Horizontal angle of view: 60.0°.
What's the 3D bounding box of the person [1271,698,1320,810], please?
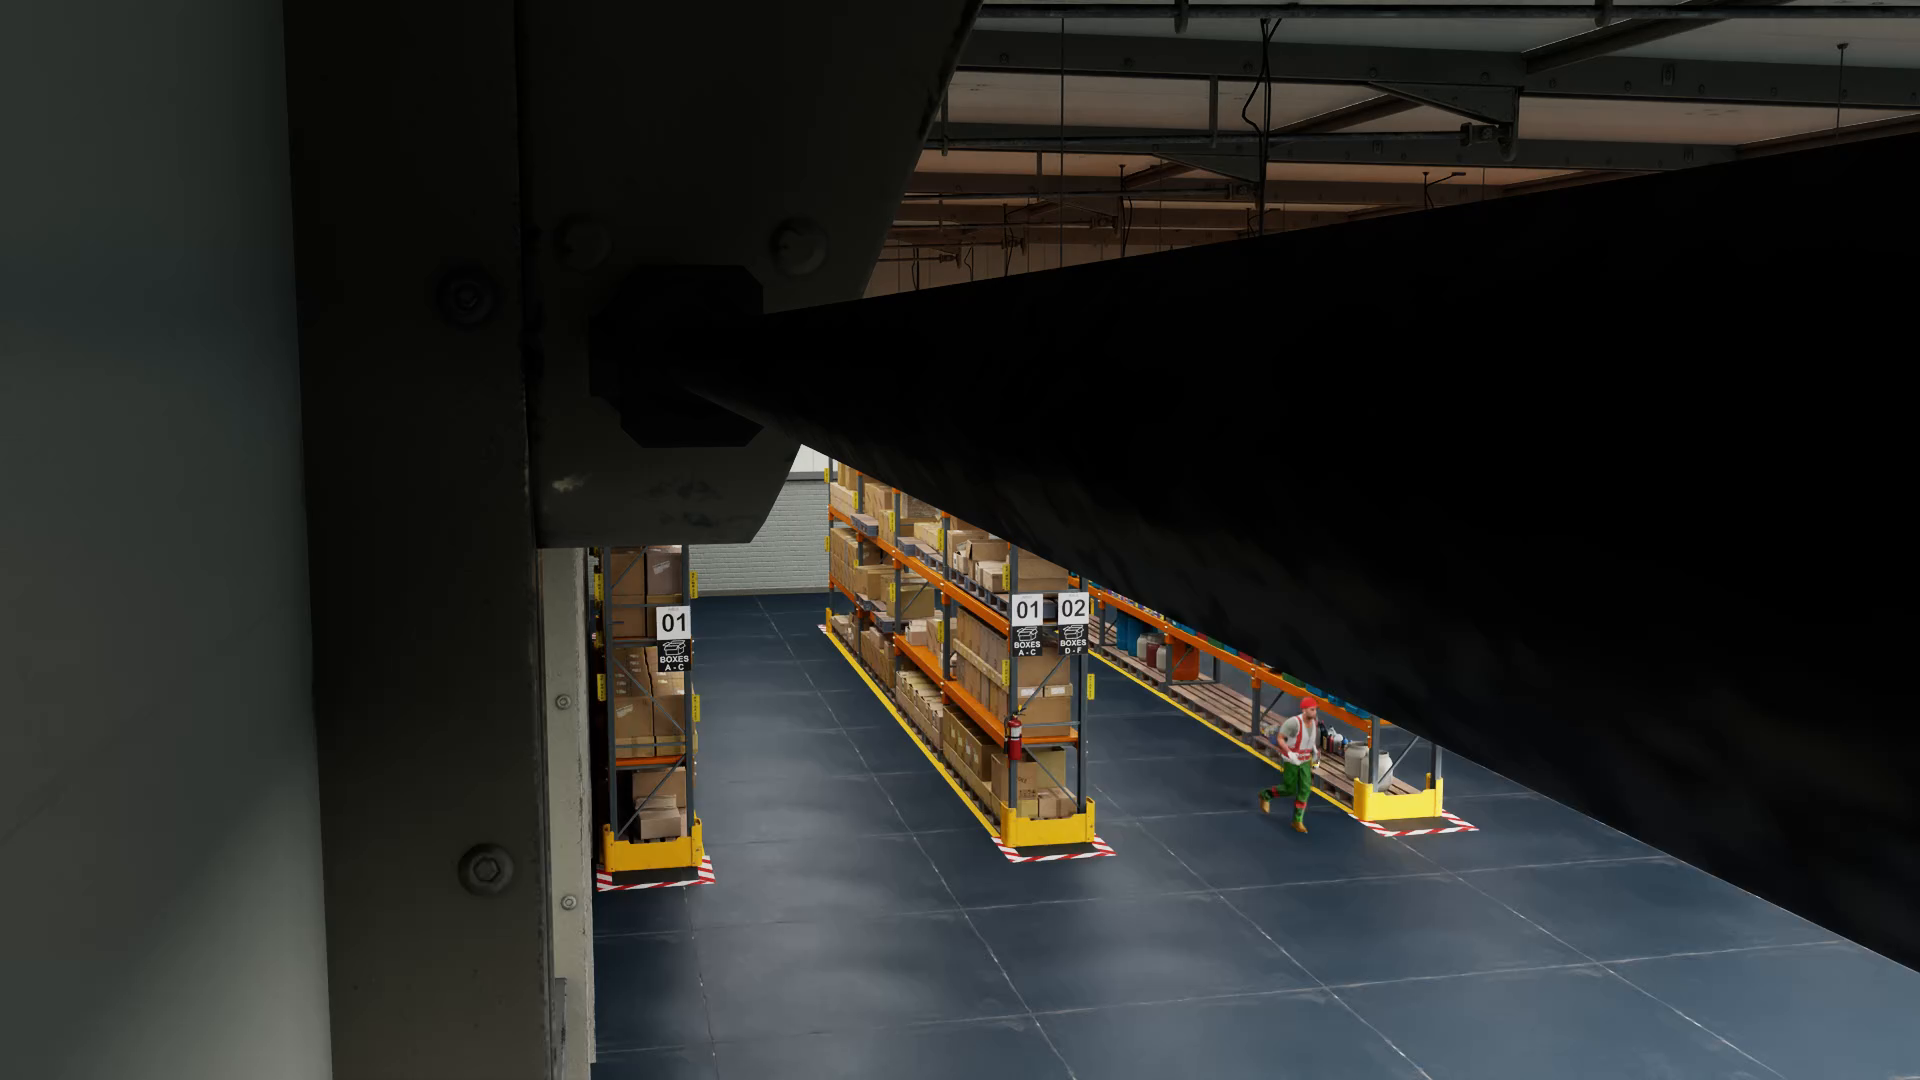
[{"bbox_3d":[-0.343,2.479,24.254,5.217,1.483,10.375,-5,9,-38],"label":"person"}]
